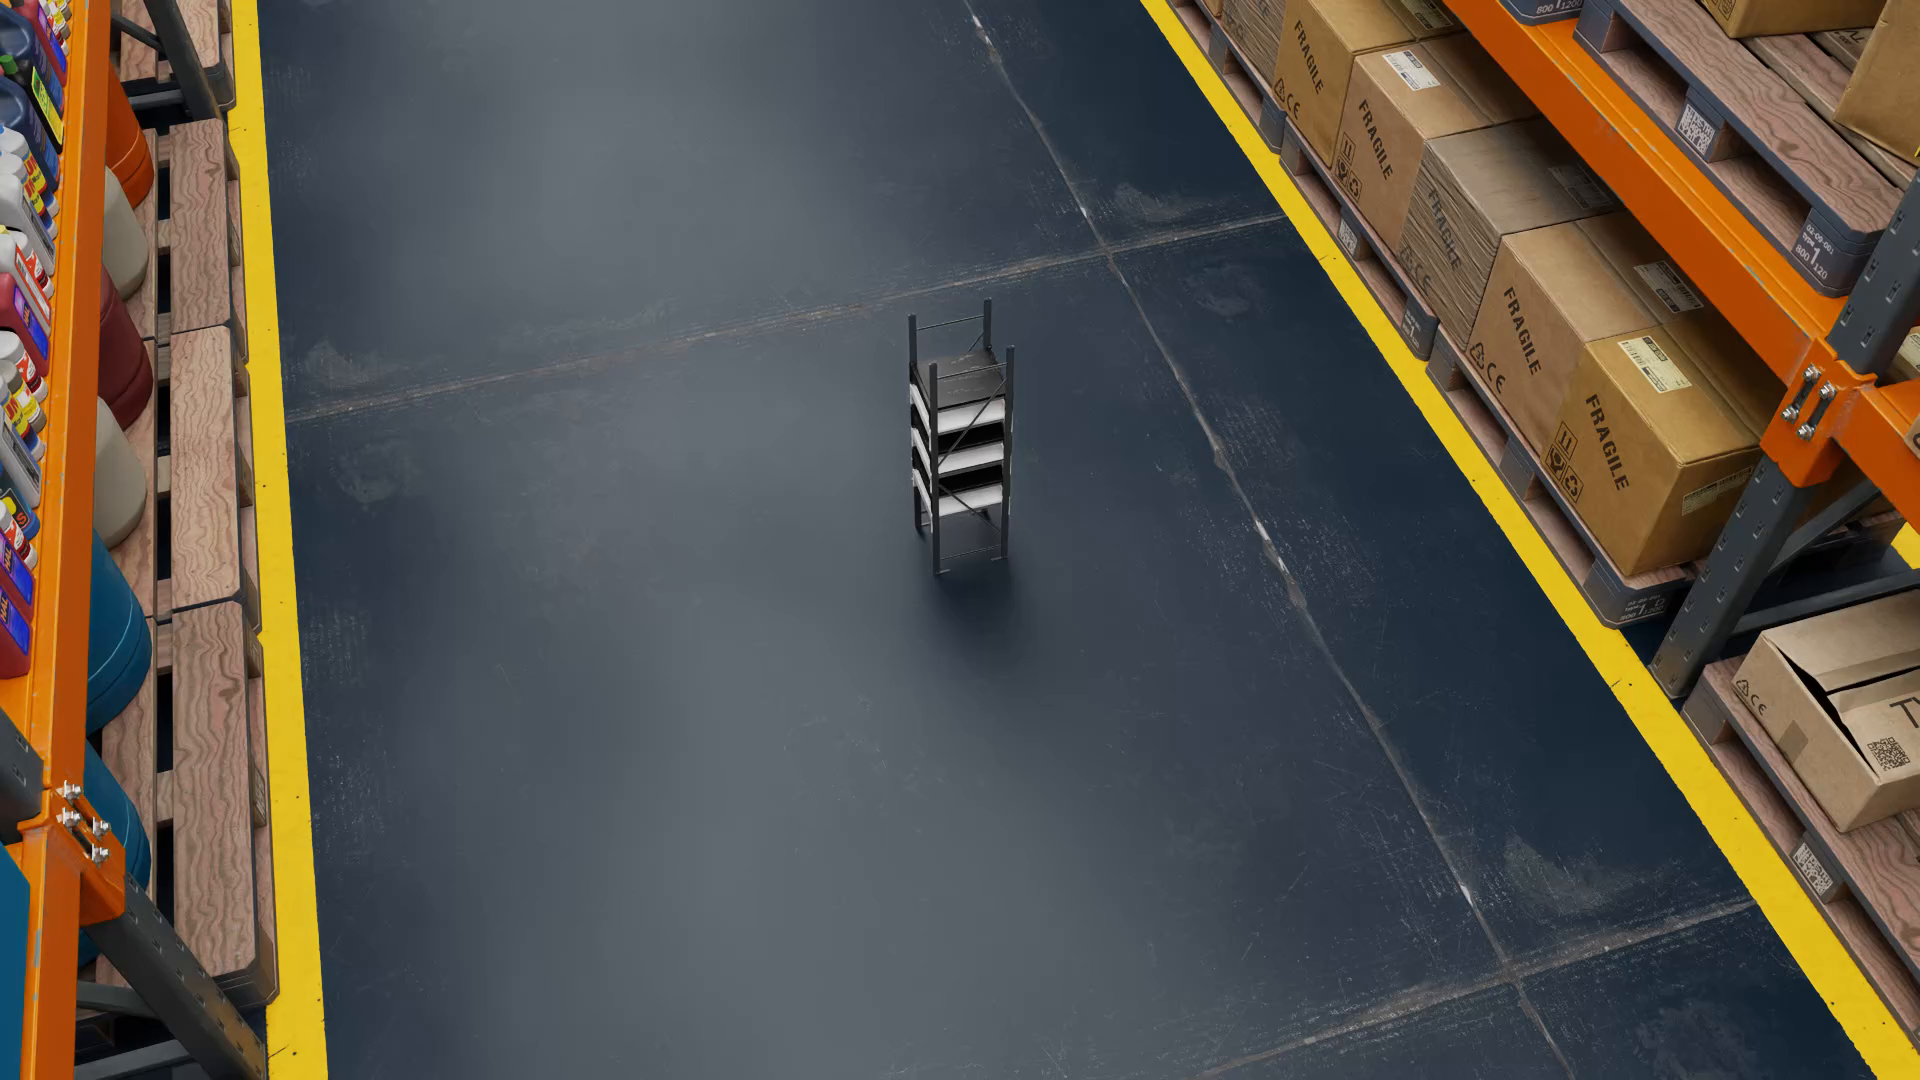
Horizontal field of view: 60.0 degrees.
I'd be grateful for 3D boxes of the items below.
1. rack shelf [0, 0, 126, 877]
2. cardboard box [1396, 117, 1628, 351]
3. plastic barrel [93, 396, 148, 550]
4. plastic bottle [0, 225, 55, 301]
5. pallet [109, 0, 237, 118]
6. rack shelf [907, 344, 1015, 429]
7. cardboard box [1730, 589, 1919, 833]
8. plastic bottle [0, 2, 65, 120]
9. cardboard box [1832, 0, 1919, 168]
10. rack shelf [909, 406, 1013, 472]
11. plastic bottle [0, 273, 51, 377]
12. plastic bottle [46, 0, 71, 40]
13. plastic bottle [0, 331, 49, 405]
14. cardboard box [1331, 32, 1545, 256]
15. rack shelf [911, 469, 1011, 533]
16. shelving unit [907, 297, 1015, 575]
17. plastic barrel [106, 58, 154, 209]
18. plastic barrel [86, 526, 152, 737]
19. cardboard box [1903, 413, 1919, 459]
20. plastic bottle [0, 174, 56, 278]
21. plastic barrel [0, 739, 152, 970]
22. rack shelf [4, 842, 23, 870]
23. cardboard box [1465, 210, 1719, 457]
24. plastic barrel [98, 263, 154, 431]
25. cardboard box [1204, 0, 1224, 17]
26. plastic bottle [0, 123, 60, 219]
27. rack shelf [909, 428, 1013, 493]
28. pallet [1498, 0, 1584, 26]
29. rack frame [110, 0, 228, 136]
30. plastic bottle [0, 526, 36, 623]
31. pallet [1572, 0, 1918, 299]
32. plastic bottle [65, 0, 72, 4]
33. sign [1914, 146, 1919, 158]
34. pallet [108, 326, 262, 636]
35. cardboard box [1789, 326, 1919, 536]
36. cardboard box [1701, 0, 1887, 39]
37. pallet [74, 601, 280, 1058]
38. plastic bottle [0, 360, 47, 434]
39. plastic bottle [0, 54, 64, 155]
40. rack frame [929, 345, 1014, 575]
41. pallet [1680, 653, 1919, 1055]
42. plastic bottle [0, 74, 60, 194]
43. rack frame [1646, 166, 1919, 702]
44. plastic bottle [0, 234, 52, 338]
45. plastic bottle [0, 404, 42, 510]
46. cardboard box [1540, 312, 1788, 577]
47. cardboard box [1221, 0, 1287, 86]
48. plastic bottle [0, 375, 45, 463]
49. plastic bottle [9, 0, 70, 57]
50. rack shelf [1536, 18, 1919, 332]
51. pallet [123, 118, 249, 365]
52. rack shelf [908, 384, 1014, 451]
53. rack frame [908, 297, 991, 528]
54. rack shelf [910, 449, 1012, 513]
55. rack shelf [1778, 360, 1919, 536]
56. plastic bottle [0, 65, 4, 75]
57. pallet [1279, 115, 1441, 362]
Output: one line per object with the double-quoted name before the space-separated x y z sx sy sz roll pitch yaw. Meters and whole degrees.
"rack shelf" -2.794 -0.765 4.404 1.077 0.370 4.000 -13 51 -11
"cardboard box" 1.824 -1.015 5.491 0.500 0.500 0.500 -13 51 -11
"plastic barrel" -2.638 -0.221 4.827 0.421 0.512 0.421 0 50 0
"plastic bottle" -2.258 -0.664 3.977 0.097 0.201 0.097 0 50 0
"pallet" -3.578 -2.134 6.911 1.003 0.211 1.213 -13 51 -11
"rack shelf" 0.002 -0.437 4.720 0.258 0.077 0.200 -13 51 -11
"cardboard box" 2.448 0.427 4.399 0.500 0.311 0.500 -13 51 -11
"plastic bottle" -2.513 -1.282 4.402 0.144 0.351 0.185 -13 51 -11
"cardboard box" 2.604 -1.218 3.975 0.700 0.500 0.500 -30 56 -23
"rack shelf" 0.002 -0.321 4.858 0.258 0.077 0.200 -13 51 -11
"plastic bottle" -2.166 -0.512 3.796 0.061 0.283 0.133 -13 51 -11
"plastic bottle" -2.601 -1.511 4.692 0.097 0.201 0.097 0 50 0
"plastic bottle" -2.150 -0.397 3.753 0.097 0.201 0.097 0 50 0
"cardboard box" 1.672 -1.385 5.803 0.500 0.500 0.500 -15 51 -12
"rack shelf" 0.002 -0.147 5.064 0.258 0.077 0.200 -13 51 -11
"shelving unit" 0.002 -0.284 4.901 0.258 0.900 0.210 -13 51 -11
"plastic barrel" -3.225 -1.540 5.731 0.600 0.830 0.708 -13 51 -11
"plastic barrel" -2.557 0.086 4.313 0.600 0.901 0.708 -13 51 -11
"cardboard box" 2.421 -0.252 3.435 0.500 0.500 0.500 -12 51 -10
"plastic bottle" -2.318 -0.766 4.015 0.152 0.276 0.135 -13 51 -11
"plastic barrel" -2.347 0.603 3.877 0.600 0.901 0.708 -13 51 -11
"rack shelf" -1.611 2.093 1.866 0.919 0.124 3.809 -13 51 -11
"cardboard box" 1.972 -0.648 5.182 0.500 0.500 0.500 -13 51 -11
"plastic barrel" -2.891 -0.638 5.128 0.600 0.588 0.708 -13 51 -11
"cardboard box" 1.209 -2.514 6.755 0.500 0.500 0.500 -11 51 -9
"plastic bottle" -2.355 -0.927 4.153 0.097 0.271 0.097 0 50 0
"rack shelf" 0.002 -0.263 4.926 0.258 0.077 0.200 -13 51 -11
"pallet" 1.927 -2.094 5.179 1.003 0.211 1.213 -13 51 -11
"rack frame" -3.386 -2.458 5.360 1.000 3.000 0.127 -13 51 -11
"plastic bottle" -1.943 0.040 3.331 0.061 0.283 0.133 -13 51 -11
"pallet" 2.398 -1.200 4.425 1.003 0.211 1.213 -13 51 -11
"plastic bottle" -2.658 -1.676 4.785 0.097 0.271 0.097 0 50 0
"sign" 2.001 -0.899 3.288 0.100 0.325 0.005 -13 51 -11
"pallet" -2.755 -0.103 5.199 1.003 0.211 1.213 -13 51 -11
"cardboard box" 2.620 -0.398 4.971 0.500 0.500 0.500 -15 52 -13
"cardboard box" 2.340 -1.706 4.386 0.700 0.500 0.500 -6 50 -5
"pallet" -2.391 0.790 4.446 1.003 0.211 1.213 -13 51 -11
"plastic bottle" -2.121 -0.326 3.693 0.097 0.201 0.097 0 50 0
"plastic bottle" -2.426 -1.154 4.337 0.061 0.283 0.133 -13 51 -11
"rack frame" 0.032 -0.210 4.838 0.240 0.900 0.006 -13 51 -11
"pallet" 2.732 0.747 4.482 1.003 0.211 1.213 -13 51 -11
"plastic bottle" -2.419 -1.050 4.206 0.144 0.351 0.185 -13 51 -11
"rack frame" 2.530 -0.654 3.839 1.000 3.000 0.127 -13 51 -11
"plastic bottle" -2.249 -0.597 3.872 0.152 0.276 0.135 -13 51 -11
"plastic bottle" -2.084 -0.188 3.528 0.152 0.276 0.135 -13 51 -11
"cardboard box" 2.111 -0.285 4.876 0.500 0.500 0.500 -14 51 -11
"cardboard box" 1.369 -2.133 6.433 0.500 0.500 0.500 -15 51 -12
"plastic bottle" -2.092 -0.277 3.606 0.097 0.271 0.097 0 50 0
"plastic bottle" -2.572 -1.440 4.632 0.097 0.201 0.097 0 50 0
"rack shelf" 1.939 -1.945 5.271 0.919 0.124 3.809 -13 51 -11
"pallet" -3.113 -0.993 5.949 1.003 0.211 1.213 -13 51 -11
"rack shelf" 0.002 -0.379 4.789 0.258 0.077 0.200 -13 51 -11
"rack frame" -0.028 -0.358 4.964 0.240 0.900 0.006 -13 51 -11
"rack shelf" 0.002 -0.205 4.995 0.258 0.077 0.200 -13 51 -11
"rack shelf" 3.122 1.039 2.883 1.077 0.370 4.000 -13 51 -11
"plastic bottle" -2.484 -1.140 4.326 0.061 0.283 0.133 -13 51 -11
"pallet" 1.889 -1.233 6.151 1.003 0.211 1.213 -13 51 -11
